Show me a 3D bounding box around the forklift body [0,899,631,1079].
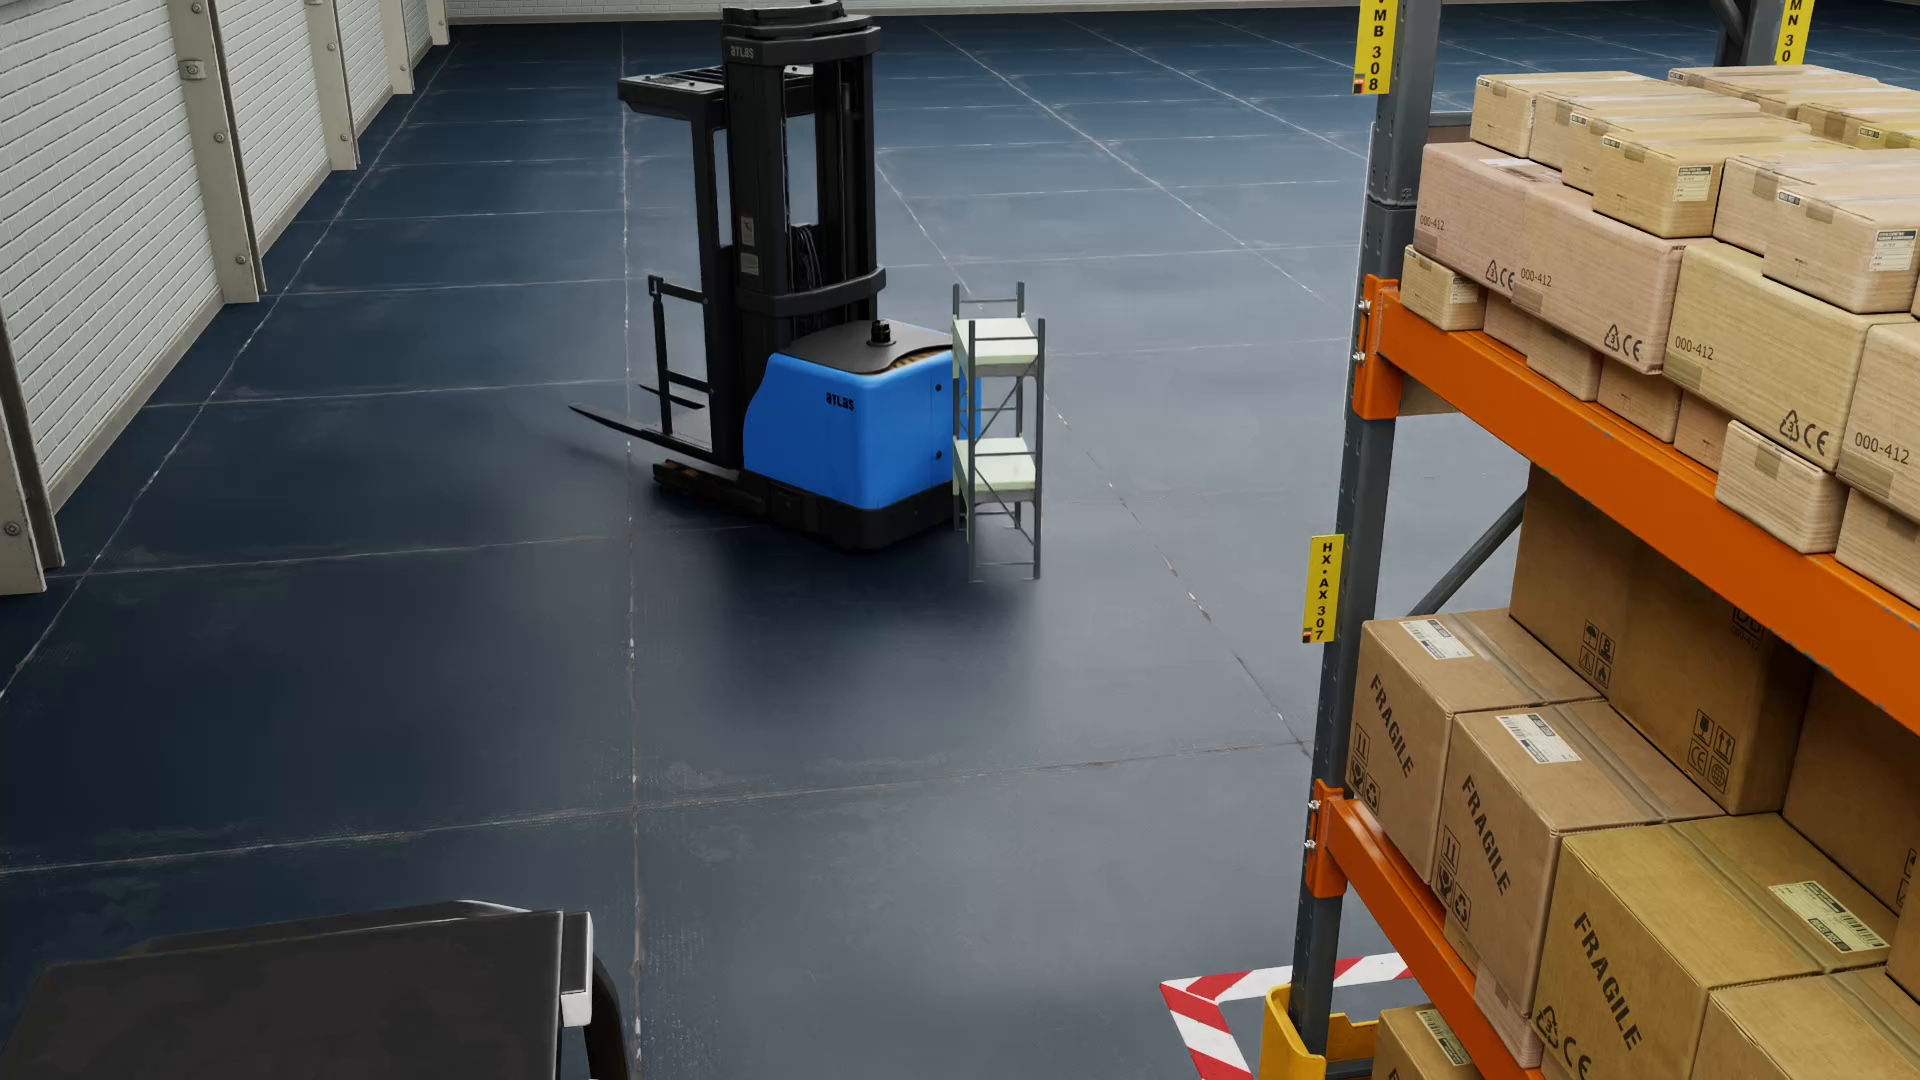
[{"bbox_3d":[-1.193,1.862,2.799,2.313,2.155,1.214,-4,24,-10],"label":"forklift body"}]

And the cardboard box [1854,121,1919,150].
[{"bbox_3d":[1.965,-0.713,3.205,0.380,0.149,0.250,-4,24,-9],"label":"cardboard box"}]

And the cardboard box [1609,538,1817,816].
[{"bbox_3d":[1.937,0.238,3.712,0.700,0.500,0.500,-4,24,-9],"label":"cardboard box"}]

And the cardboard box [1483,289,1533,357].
[{"bbox_3d":[1.420,-0.515,3.747,0.380,0.149,0.250,-5,24,-11],"label":"cardboard box"}]

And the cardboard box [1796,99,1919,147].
[{"bbox_3d":[1.969,-0.817,3.442,0.380,0.149,0.250,-5,24,-10],"label":"cardboard box"}]

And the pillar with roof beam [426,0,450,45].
[{"bbox_3d":[-5.410,-13.665,29.795,9.100,9.000,0.400,-4,24,-10],"label":"pillar with roof beam"}]

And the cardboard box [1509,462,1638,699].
[{"bbox_3d":[1.850,0.038,4.169,0.700,0.500,0.500,-5,24,-11],"label":"cardboard box"}]

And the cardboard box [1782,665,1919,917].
[{"bbox_3d":[2.132,0.431,3.270,0.700,0.500,0.500,-5,24,-10],"label":"cardboard box"}]

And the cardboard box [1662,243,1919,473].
[{"bbox_3d":[1.576,-0.331,2.828,0.500,0.250,0.500,-4,24,-8],"label":"cardboard box"}]

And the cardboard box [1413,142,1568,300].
[{"bbox_3d":[1.372,-0.731,3.744,0.500,0.250,0.500,-5,24,-11],"label":"cardboard box"}]

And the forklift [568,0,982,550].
[{"bbox_3d":[-1.301,-1.759,10.115,3.031,2.935,1.130,19,30,37],"label":"forklift"}]

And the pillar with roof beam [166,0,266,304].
[{"bbox_3d":[-2.081,-6.585,13.584,9.100,9.000,0.400,-4,24,-10],"label":"pillar with roof beam"}]

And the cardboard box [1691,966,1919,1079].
[{"bbox_3d":[1.653,1.122,2.938,0.500,0.500,0.500,-5,24,-11],"label":"cardboard box"}]

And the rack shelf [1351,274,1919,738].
[{"bbox_3d":[1.911,0.235,2.614,1.077,0.370,4.000,-4,24,-10],"label":"rack shelf"}]

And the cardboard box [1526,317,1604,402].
[{"bbox_3d":[1.435,-0.408,3.503,0.380,0.149,0.250,-4,24,-8],"label":"cardboard box"}]

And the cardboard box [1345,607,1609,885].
[{"bbox_3d":[1.356,0.518,4.319,0.500,0.500,0.500,-5,24,-11],"label":"cardboard box"}]

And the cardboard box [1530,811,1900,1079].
[{"bbox_3d":[1.551,0.922,3.394,0.500,0.500,0.500,-5,24,-11],"label":"cardboard box"}]

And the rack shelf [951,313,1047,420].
[{"bbox_3d":[0.202,-0.960,9.100,0.431,0.370,0.720,-3,24,-6],"label":"rack shelf"}]

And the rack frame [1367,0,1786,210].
[{"bbox_3d":[1.541,-2.256,3.671,1.000,3.000,0.127,-4,24,-10],"label":"rack frame"}]

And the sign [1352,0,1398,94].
[{"bbox_3d":[1.008,-1.241,4.005,0.100,0.325,0.005,-4,24,-10],"label":"sign"}]

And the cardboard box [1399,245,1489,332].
[{"bbox_3d":[1.284,-0.611,3.968,0.380,0.149,0.250,-4,24,-10],"label":"cardboard box"}]

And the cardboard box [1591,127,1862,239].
[{"bbox_3d":[1.428,-0.671,3.109,0.380,0.149,0.250,-4,24,-10],"label":"cardboard box"}]

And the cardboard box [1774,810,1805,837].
[{"bbox_3d":[2.001,0.702,3.899,0.500,0.500,0.500,-4,24,-10],"label":"cardboard box"}]

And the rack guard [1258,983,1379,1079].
[{"bbox_3d":[1.555,1.669,5.304,1.175,0.500,0.348,-4,24,-10],"label":"rack guard"}]

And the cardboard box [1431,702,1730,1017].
[{"bbox_3d":[1.455,0.722,3.853,0.500,0.500,0.500,-4,24,-8],"label":"cardboard box"}]

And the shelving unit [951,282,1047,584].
[{"bbox_3d":[0.202,-0.603,9.256,0.431,1.500,0.755,-3,24,-6],"label":"shelving unit"}]

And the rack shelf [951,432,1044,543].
[{"bbox_3d":[0.202,-0.304,9.387,0.431,0.370,0.720,-3,24,-6],"label":"rack shelf"}]

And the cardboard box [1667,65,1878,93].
[{"bbox_3d":[1.894,-1.020,3.908,0.380,0.149,0.250,-4,24,-9],"label":"cardboard box"}]

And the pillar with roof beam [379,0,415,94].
[{"bbox_3d":[-4.300,-11.305,24.391,9.100,9.000,0.400,-4,24,-10],"label":"pillar with roof beam"}]

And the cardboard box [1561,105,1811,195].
[{"bbox_3d":[1.454,-0.776,3.348,0.380,0.149,0.250,-4,24,-10],"label":"cardboard box"}]

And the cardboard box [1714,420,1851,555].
[{"bbox_3d":[1.526,-0.103,2.805,0.380,0.149,0.250,-4,24,-9],"label":"cardboard box"}]

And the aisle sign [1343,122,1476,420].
[{"bbox_3d":[1.225,-0.699,4.355,0.394,0.787,0.004,-4,24,-10],"label":"aisle sign"}]

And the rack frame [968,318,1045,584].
[{"bbox_3d":[0.243,-0.457,8.923,0.400,1.500,0.023,-3,24,-6],"label":"rack frame"}]

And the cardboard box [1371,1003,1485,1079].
[{"bbox_3d":[1.424,1.565,4.394,0.500,0.500,0.500,-5,24,-12],"label":"cardboard box"}]

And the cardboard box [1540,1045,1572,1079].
[{"bbox_3d":[1.513,1.169,3.640,0.380,0.149,0.250,-4,24,-8],"label":"cardboard box"}]

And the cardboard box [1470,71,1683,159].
[{"bbox_3d":[1.407,-0.976,3.808,0.380,0.149,0.250,-4,24,-10],"label":"cardboard box"}]

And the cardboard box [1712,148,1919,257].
[{"bbox_3d":[1.568,-0.581,2.902,0.380,0.149,0.250,-4,24,-10],"label":"cardboard box"}]

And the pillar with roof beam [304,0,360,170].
[{"bbox_3d":[-3.191,-8.945,18.988,9.100,9.000,0.400,-4,24,-10],"label":"pillar with roof beam"}]

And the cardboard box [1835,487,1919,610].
[{"bbox_3d":[1.615,-0.003,2.575,0.380,0.149,0.250,-5,24,-11],"label":"cardboard box"}]

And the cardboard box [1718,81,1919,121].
[{"bbox_3d":[1.904,-0.916,3.669,0.380,0.149,0.250,-4,24,-9],"label":"cardboard box"}]

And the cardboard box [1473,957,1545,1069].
[{"bbox_3d":[1.432,1.069,3.867,0.380,0.149,0.250,-4,24,-9],"label":"cardboard box"}]

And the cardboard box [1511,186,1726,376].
[{"bbox_3d":[1.456,-0.532,3.289,0.500,0.250,0.500,-5,24,-11],"label":"cardboard box"}]

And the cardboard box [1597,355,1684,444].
[{"bbox_3d":[1.505,-0.312,3.284,0.380,0.149,0.250,-4,24,-10],"label":"cardboard box"}]

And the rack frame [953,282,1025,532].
[{"bbox_3d":[0.161,-0.748,9.589,0.400,1.500,0.023,-3,24,-6],"label":"rack frame"}]

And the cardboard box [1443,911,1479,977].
[{"bbox_3d":[1.431,0.966,4.104,0.380,0.149,0.250,-5,24,-11],"label":"cardboard box"}]

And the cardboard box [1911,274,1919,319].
[{"bbox_3d":[1.657,-0.376,2.432,0.380,0.149,0.250,-4,24,-9],"label":"cardboard box"}]

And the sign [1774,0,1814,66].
[{"bbox_3d":[2.090,-1.320,4.171,0.100,0.325,0.005,-4,24,-10],"label":"sign"}]

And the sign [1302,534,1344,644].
[{"bbox_3d":[1.008,0.137,4.607,0.100,0.325,0.005,-4,24,-10],"label":"sign"}]

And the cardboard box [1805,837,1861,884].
[{"bbox_3d":[2.090,0.899,3.447,0.500,0.500,0.500,-4,24,-10],"label":"cardboard box"}]

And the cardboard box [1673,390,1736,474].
[{"bbox_3d":[1.558,-0.208,3.045,0.380,0.149,0.250,-5,24,-11],"label":"cardboard box"}]

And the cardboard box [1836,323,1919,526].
[{"bbox_3d":[1.651,-0.128,2.363,0.500,0.250,0.500,-4,24,-9],"label":"cardboard box"}]

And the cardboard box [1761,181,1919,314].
[{"bbox_3d":[1.536,-0.472,2.653,0.380,0.149,0.250,-4,24,-8],"label":"cardboard box"}]

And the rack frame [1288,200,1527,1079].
[{"bbox_3d":[1.541,0.494,4.872,1.000,3.000,0.127,-4,24,-10],"label":"rack frame"}]

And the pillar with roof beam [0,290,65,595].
[{"bbox_3d":[-0.972,-4.225,8.180,9.100,9.000,0.400,-4,24,-10],"label":"pillar with roof beam"}]

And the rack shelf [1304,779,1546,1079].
[{"bbox_3d":[1.911,1.610,3.215,1.077,0.370,4.000,-4,24,-10],"label":"rack shelf"}]

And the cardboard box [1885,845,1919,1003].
[{"bbox_3d":[2.088,0.637,2.798,0.700,0.500,0.500,-4,24,-10],"label":"cardboard box"}]

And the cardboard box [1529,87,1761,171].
[{"bbox_3d":[1.469,-0.878,3.583,0.380,0.149,0.250,-4,24,-10],"label":"cardboard box"}]
